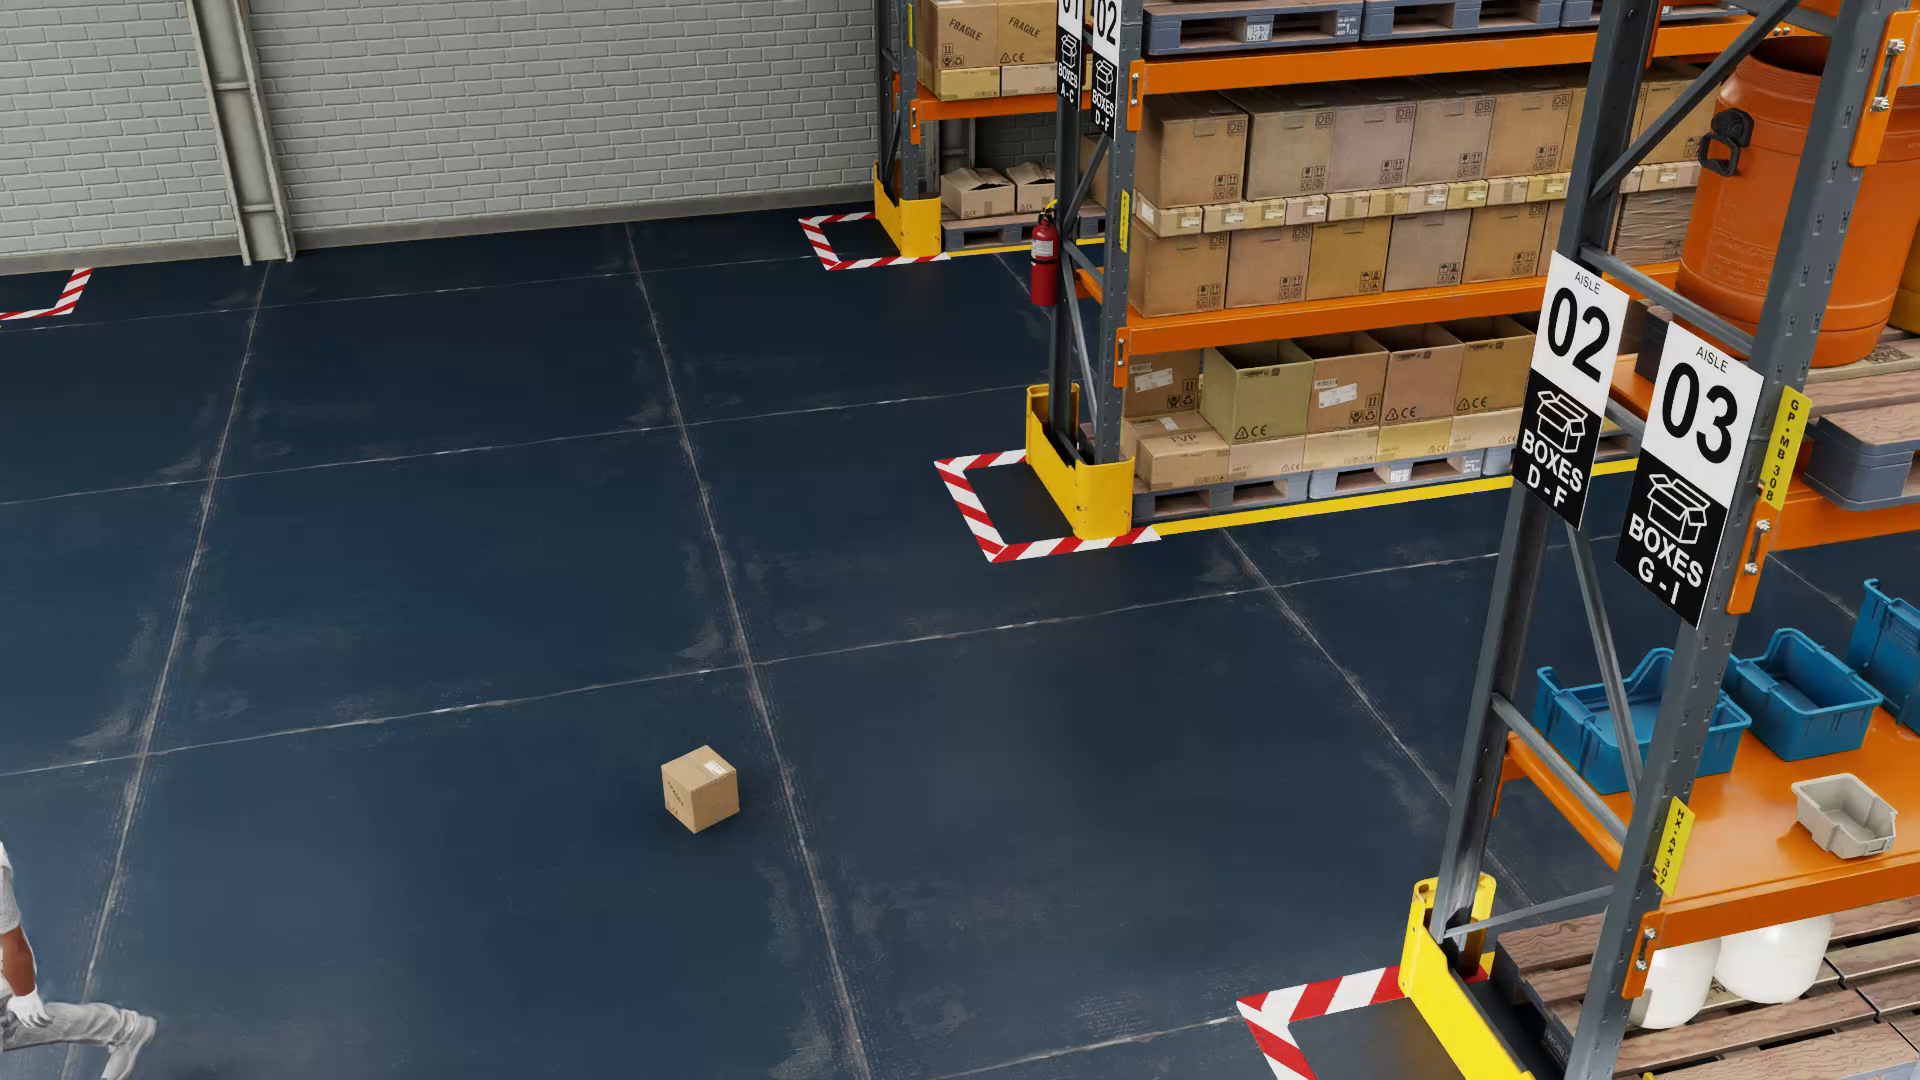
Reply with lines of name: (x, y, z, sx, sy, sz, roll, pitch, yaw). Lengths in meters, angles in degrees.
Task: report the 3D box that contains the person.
person: (-3.321, 1.449, 5.695, 0.848, 1.757, 0.546, -20, 35, -30)
